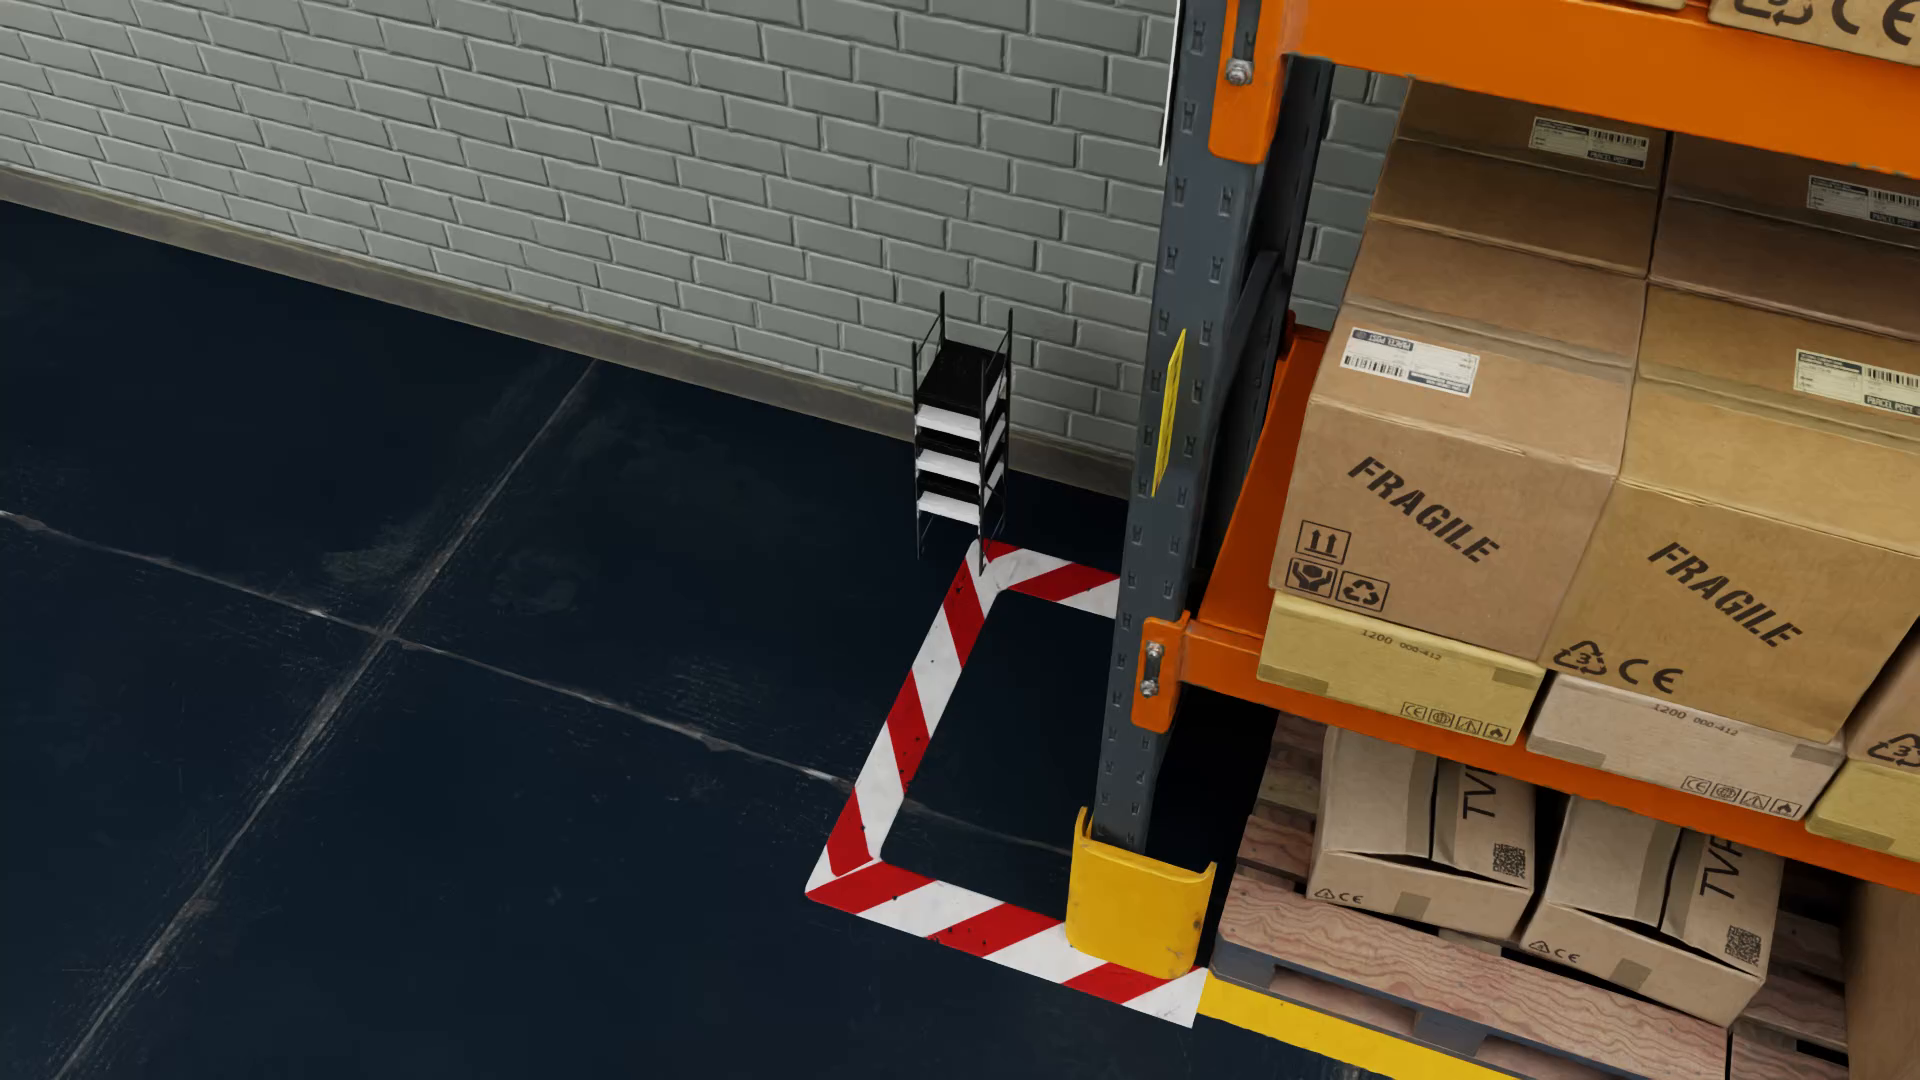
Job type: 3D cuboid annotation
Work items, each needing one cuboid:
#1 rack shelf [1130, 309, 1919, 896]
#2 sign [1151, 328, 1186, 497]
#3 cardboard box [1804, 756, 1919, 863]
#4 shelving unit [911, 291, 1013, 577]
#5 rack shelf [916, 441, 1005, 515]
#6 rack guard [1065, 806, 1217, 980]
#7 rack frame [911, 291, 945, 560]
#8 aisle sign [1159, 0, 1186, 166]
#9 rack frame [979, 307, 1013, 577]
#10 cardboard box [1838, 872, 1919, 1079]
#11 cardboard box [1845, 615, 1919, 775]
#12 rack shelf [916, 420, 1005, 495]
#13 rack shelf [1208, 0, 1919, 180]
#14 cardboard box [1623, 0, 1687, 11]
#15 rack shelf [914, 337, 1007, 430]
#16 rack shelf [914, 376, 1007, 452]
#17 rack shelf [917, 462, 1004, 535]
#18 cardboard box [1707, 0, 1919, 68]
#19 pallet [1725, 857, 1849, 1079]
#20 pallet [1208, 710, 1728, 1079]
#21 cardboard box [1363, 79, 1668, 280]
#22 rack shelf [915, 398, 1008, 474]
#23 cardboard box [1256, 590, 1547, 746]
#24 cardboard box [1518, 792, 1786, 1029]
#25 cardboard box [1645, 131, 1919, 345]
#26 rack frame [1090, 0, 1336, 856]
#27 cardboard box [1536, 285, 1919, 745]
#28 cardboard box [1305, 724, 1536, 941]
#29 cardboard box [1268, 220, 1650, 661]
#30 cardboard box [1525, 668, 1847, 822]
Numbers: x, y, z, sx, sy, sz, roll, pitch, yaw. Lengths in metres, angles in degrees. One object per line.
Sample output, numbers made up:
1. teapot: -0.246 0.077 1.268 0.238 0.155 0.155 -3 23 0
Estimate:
1. rack shelf: 2.425 0.441 3.358 4.000 0.370 1.077 16 51 13
2. sign: 0.361 -0.217 2.880 0.005 0.325 0.100 16 51 13
3. cardboard box: 1.865 0.341 3.055 0.500 0.250 0.500 15 51 13
4. shelving unit: 0.007 -0.293 4.908 0.210 0.900 0.258 16 51 13
5. rack shelf: 0.007 -0.212 5.001 0.200 0.077 0.258 16 51 13
6. rack guard: 0.621 0.521 4.468 0.348 0.500 1.175 16 51 13
7. rack frame: -0.088 -0.319 4.931 0.006 0.900 0.240 16 51 13
8. aisle sign: 0.378 -0.976 2.390 0.004 0.787 0.394 16 51 13
9. rack frame: 0.103 -0.266 4.885 0.006 0.900 0.240 16 51 13
10. cardboard box: 2.373 0.979 3.780 0.500 0.500 0.700 13 50 11
11. cardboard box: 1.836 0.093 2.774 0.500 0.500 0.500 14 51 12
12. rack shelf: 0.007 -0.271 4.933 0.200 0.077 0.258 16 51 13
13. rack shelf: 2.425 -0.541 2.225 4.000 0.370 1.077 16 51 13
14. cardboard box: 0.776 -1.075 2.132 0.500 0.500 0.500 17 51 14
15. rack shelf: 0.007 -0.448 4.729 0.200 0.077 0.258 16 51 13
16. rack shelf: 0.007 -0.389 4.797 0.200 0.077 0.258 16 51 13
17. rack shelf: 0.008 -0.153 5.069 0.200 0.077 0.258 16 51 13
18. cardboard box: 1.268 -0.909 1.988 0.500 0.500 0.500 19 52 16
19. pallet: 2.511 1.174 4.093 1.213 0.211 1.003 16 51 13
20. pallet: 1.370 0.853 4.371 1.213 0.211 1.003 16 51 13
21. cardboard box: 1.065 -0.548 3.330 0.500 0.500 0.500 15 51 13
22. rack shelf: 0.007 -0.330 4.865 0.200 0.077 0.258 16 51 13
23. cardboard box: 0.897 0.078 3.284 0.500 0.250 0.500 14 51 12
24. cardboard box: 1.702 0.813 4.049 0.500 0.311 0.500 19 52 16
25. cardboard box: 1.534 -0.409 3.210 0.500 0.500 0.500 16 51 14
26. rack frame: 0.549 -0.318 3.541 0.127 3.000 1.000 16 51 13
27. cardboard box: 1.353 -0.046 2.895 0.500 0.500 0.500 16 51 13
28. cardboard box: 1.167 0.664 4.178 0.500 0.311 0.500 10 50 9
29. cardboard box: 0.893 -0.183 3.013 0.500 0.500 0.500 16 51 13
30. cardboard box: 1.389 0.203 3.175 0.500 0.250 0.500 14 51 12
